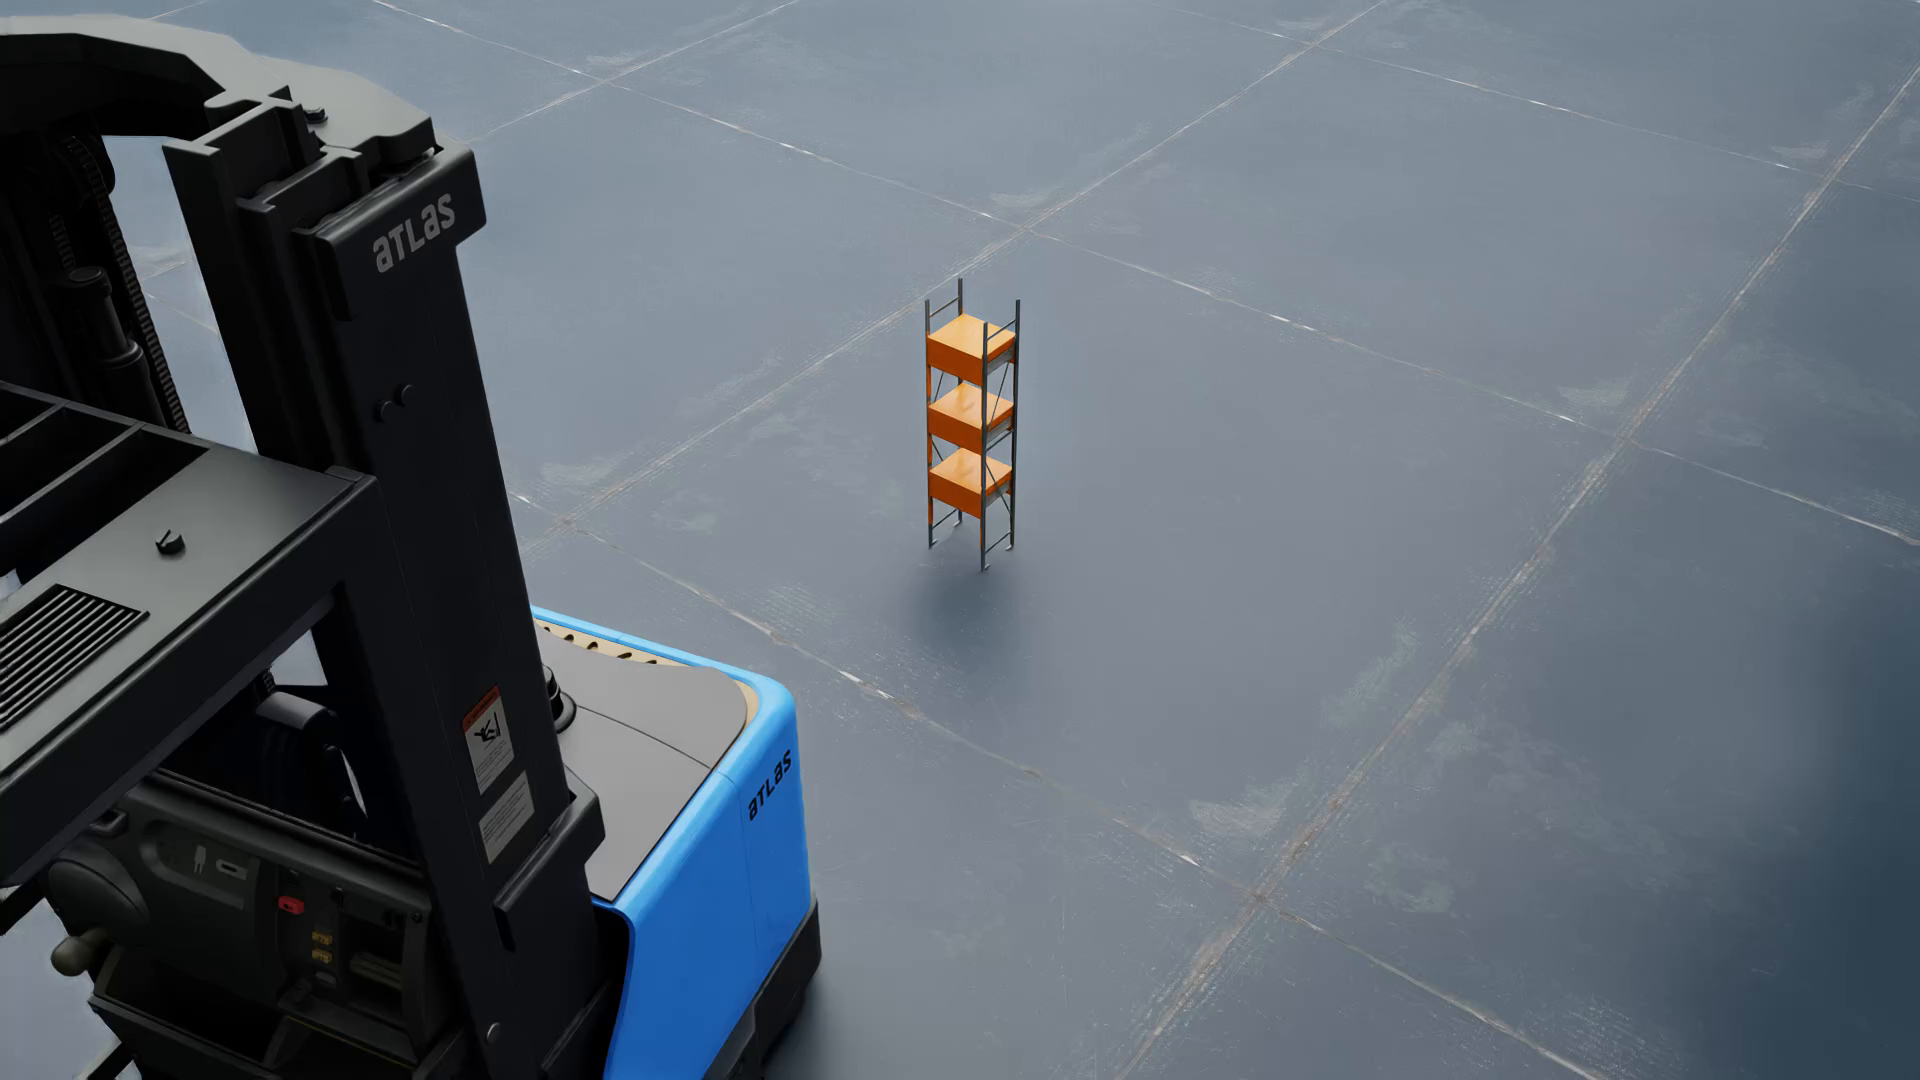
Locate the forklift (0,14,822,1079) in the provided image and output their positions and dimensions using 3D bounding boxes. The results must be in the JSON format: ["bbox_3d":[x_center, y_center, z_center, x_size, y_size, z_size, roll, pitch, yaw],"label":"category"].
[{"bbox_3d":[-1.433,0.762,2.900,1.130,2.935,3.031,15,40,18],"label":"forklift"}]

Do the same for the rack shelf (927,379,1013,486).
[{"bbox_3d":[0.042,-0.385,5.907,0.240,0.259,0.215,25,45,29],"label":"rack shelf"}]

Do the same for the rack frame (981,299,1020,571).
[{"bbox_3d":[0.139,-0.348,5.842,0.008,1.050,0.200,25,45,29],"label":"rack frame"}]

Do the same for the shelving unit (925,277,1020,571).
[{"bbox_3d":[0.042,-0.393,5.901,0.252,1.050,0.215,25,45,29],"label":"shelving unit"}]

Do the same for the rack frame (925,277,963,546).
[{"bbox_3d":[-0.054,-0.439,5.959,0.008,1.050,0.200,25,45,29],"label":"rack frame"}]

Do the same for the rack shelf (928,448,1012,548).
[{"bbox_3d":[0.042,-0.166,6.079,0.240,0.259,0.215,25,45,29],"label":"rack shelf"}]

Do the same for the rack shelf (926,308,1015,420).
[{"bbox_3d":[0.042,-0.608,5.732,0.240,0.259,0.215,25,45,29],"label":"rack shelf"}]
